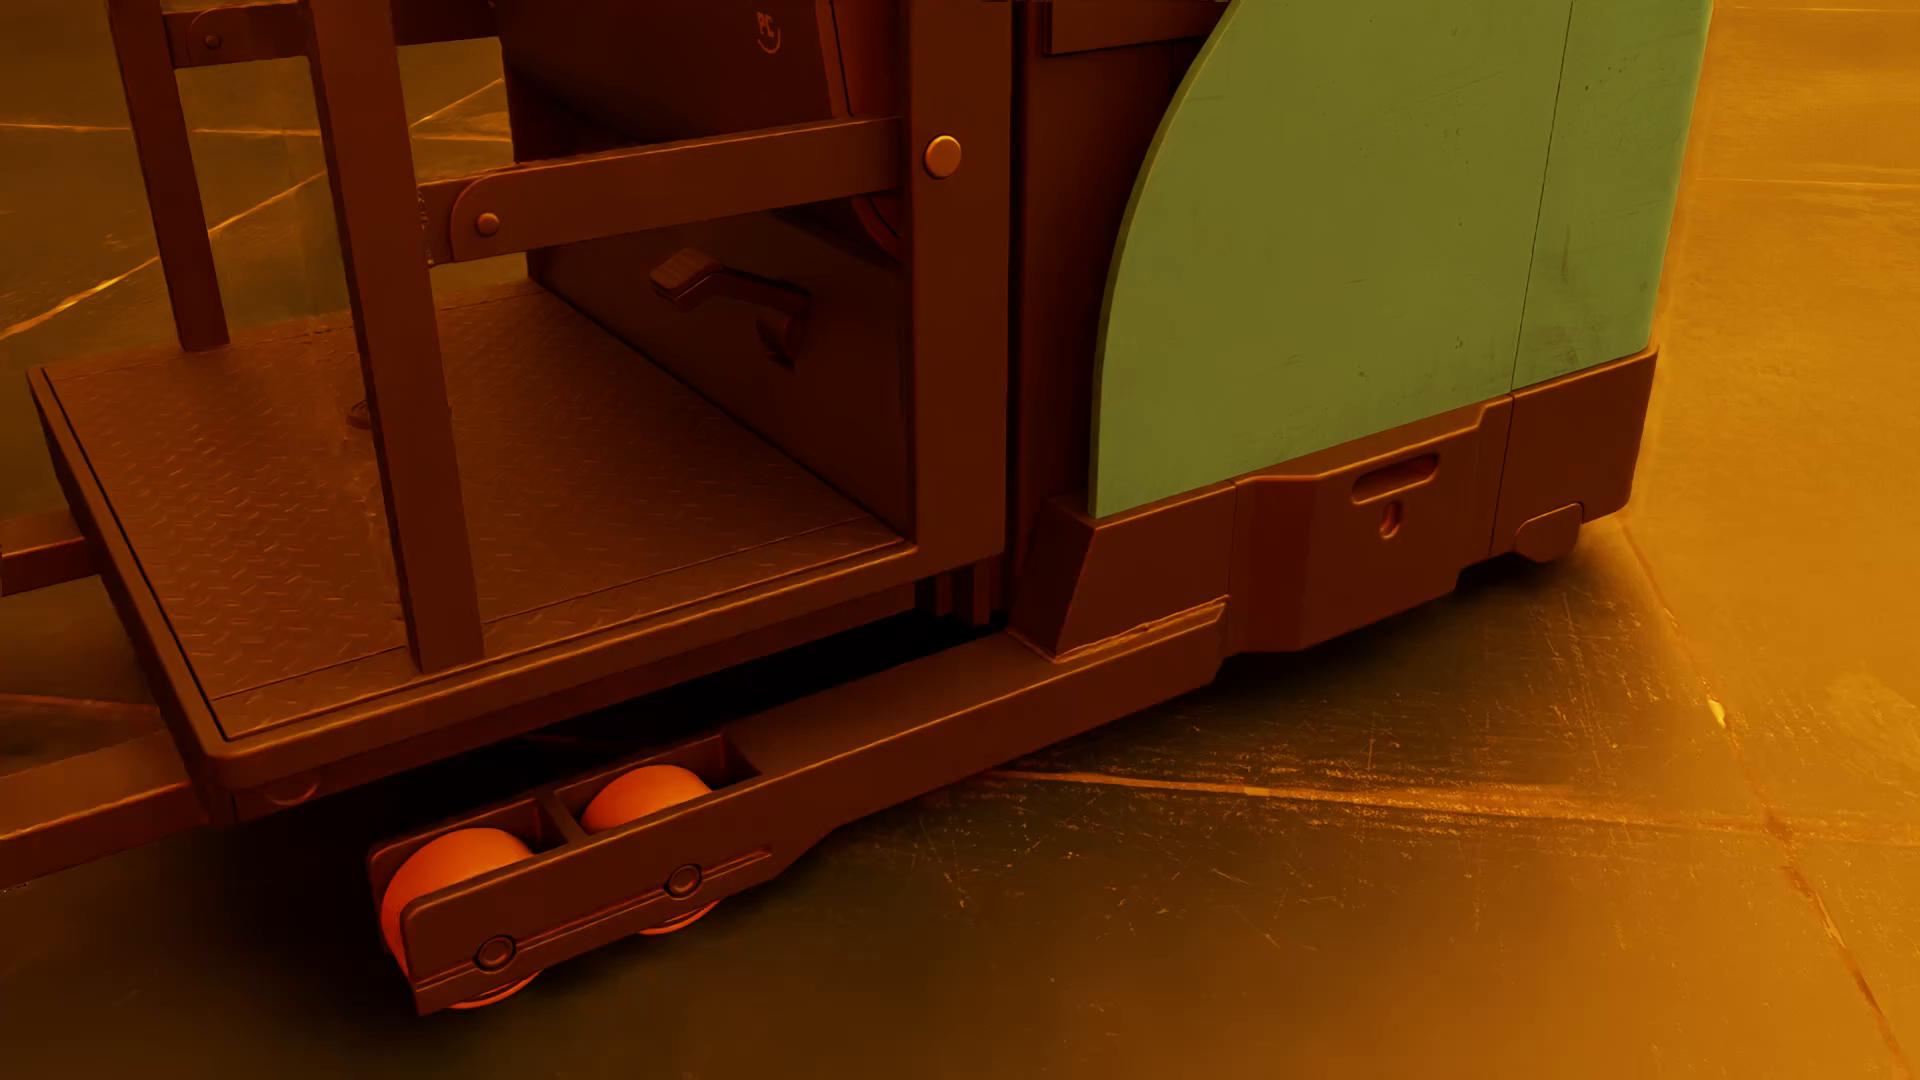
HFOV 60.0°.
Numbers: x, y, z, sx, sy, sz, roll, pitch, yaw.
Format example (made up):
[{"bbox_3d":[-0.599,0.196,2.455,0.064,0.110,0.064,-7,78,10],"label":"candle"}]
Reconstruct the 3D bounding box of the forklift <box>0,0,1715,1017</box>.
[{"bbox_3d":[-0.511,-1.132,1.486,3.031,2.935,1.130,-17,31,-30],"label":"forklift"}]
